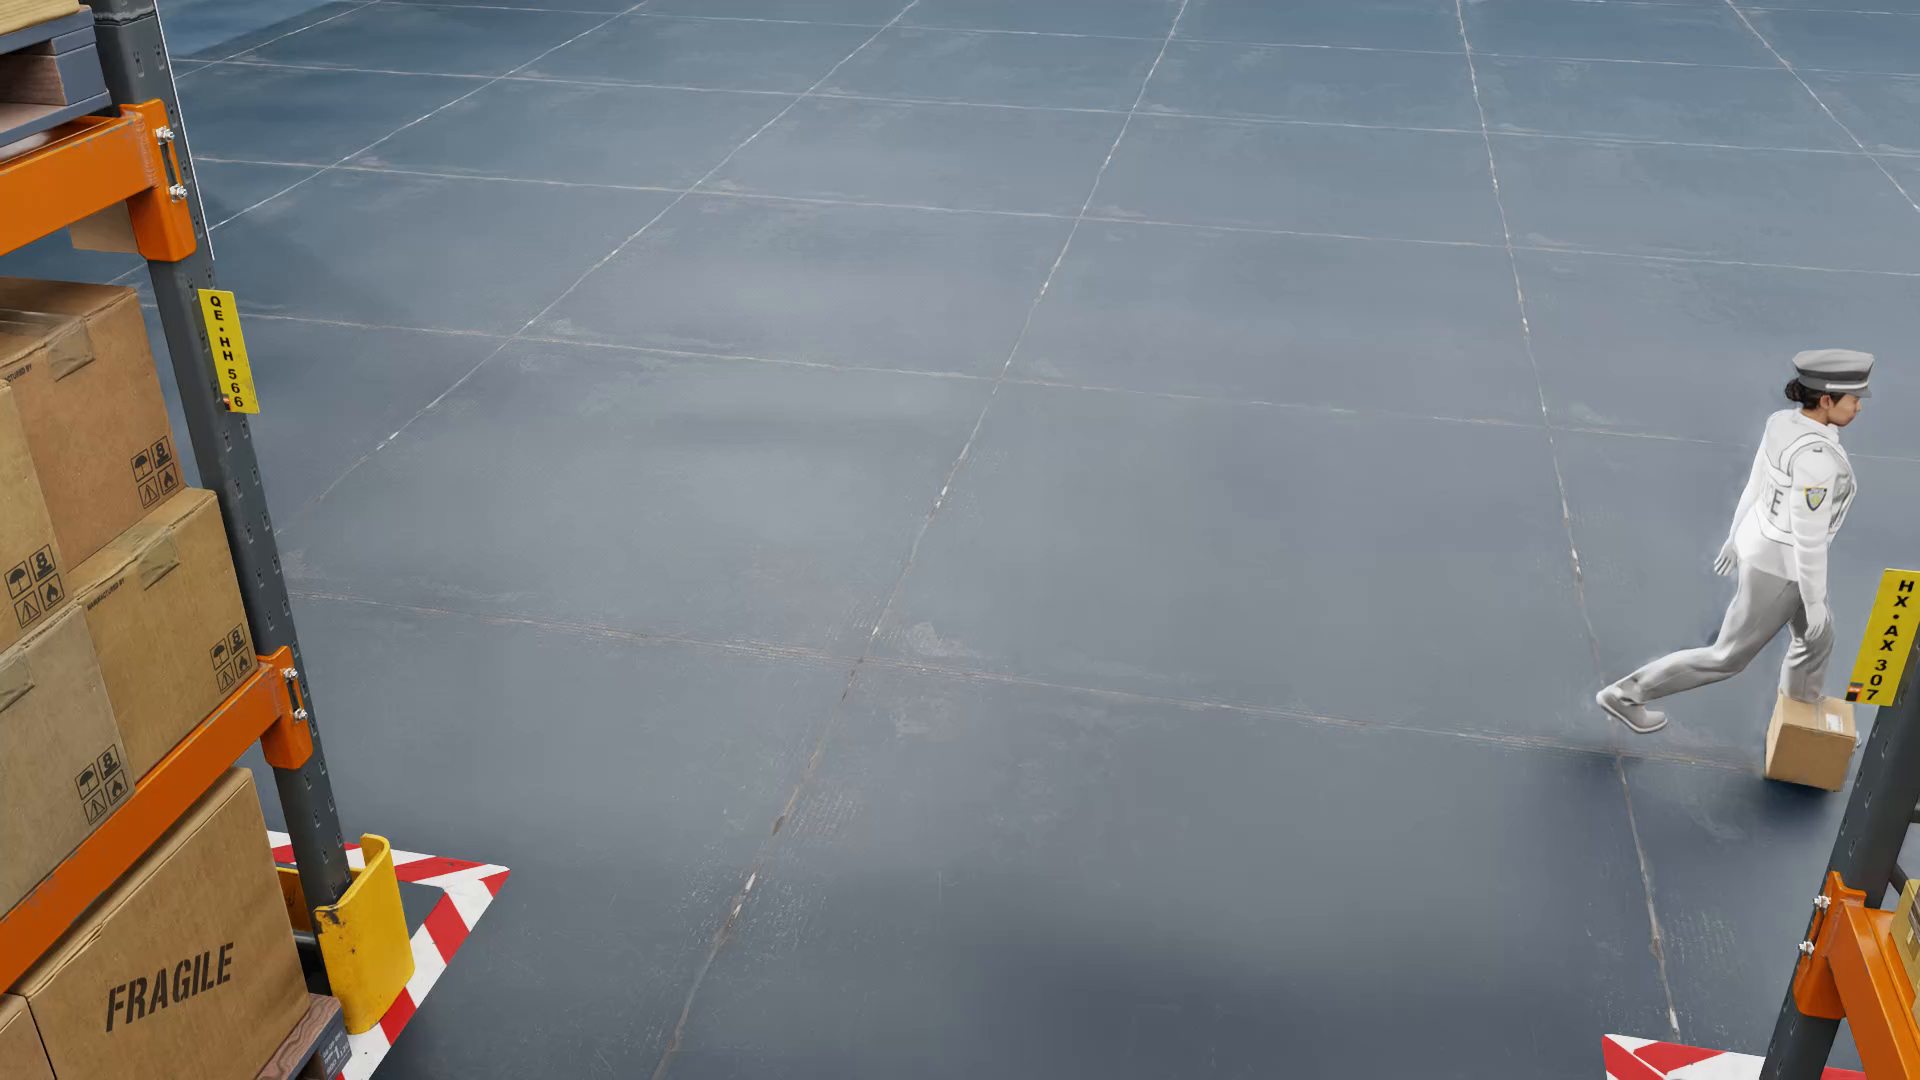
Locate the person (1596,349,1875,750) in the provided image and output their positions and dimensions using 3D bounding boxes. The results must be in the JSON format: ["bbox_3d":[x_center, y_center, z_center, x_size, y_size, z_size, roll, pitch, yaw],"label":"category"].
[{"bbox_3d":[2.916,0.083,5.967,0.984,1.619,0.530,8,30,14],"label":"person"}]
